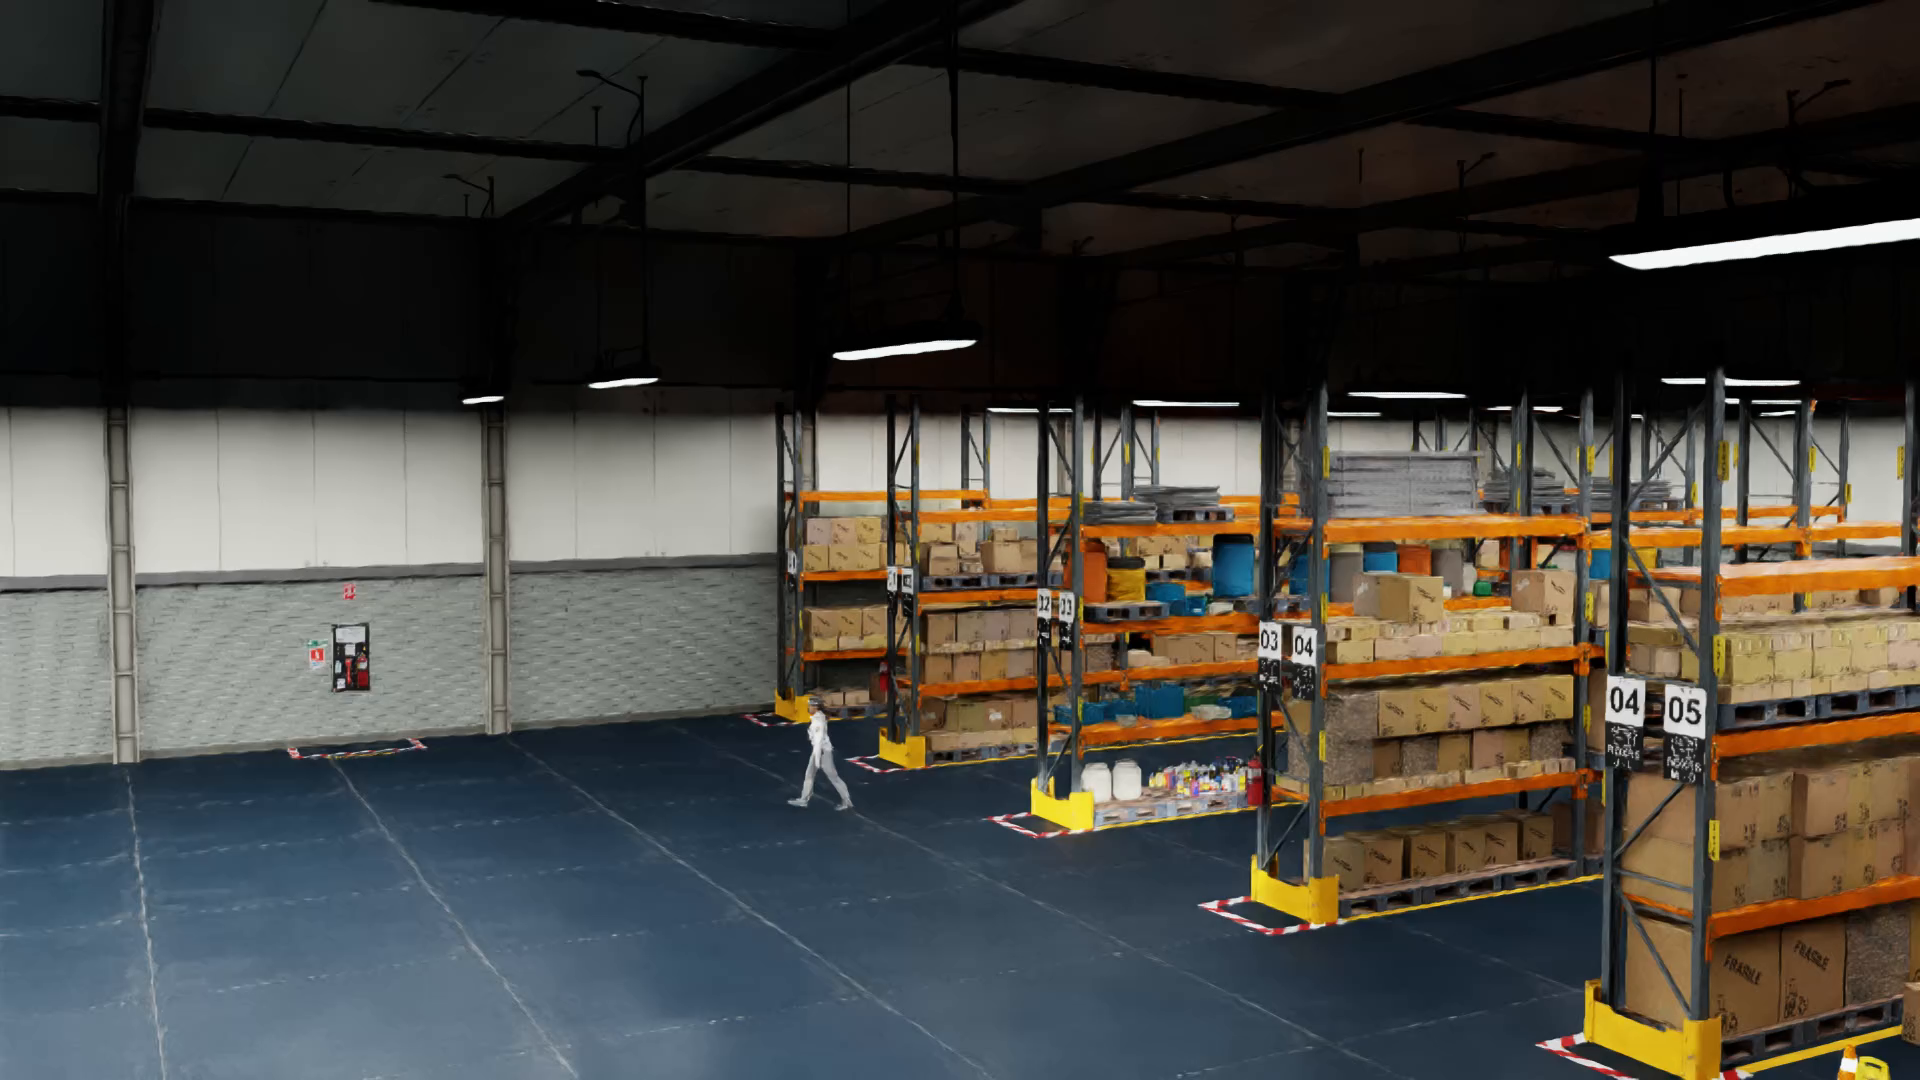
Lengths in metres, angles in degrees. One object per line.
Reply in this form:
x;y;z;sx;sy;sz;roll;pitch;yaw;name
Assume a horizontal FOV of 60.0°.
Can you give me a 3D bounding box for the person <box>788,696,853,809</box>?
-1.991;3.012;23.613;0.931;1.624;0.521;0;3;-4;person
